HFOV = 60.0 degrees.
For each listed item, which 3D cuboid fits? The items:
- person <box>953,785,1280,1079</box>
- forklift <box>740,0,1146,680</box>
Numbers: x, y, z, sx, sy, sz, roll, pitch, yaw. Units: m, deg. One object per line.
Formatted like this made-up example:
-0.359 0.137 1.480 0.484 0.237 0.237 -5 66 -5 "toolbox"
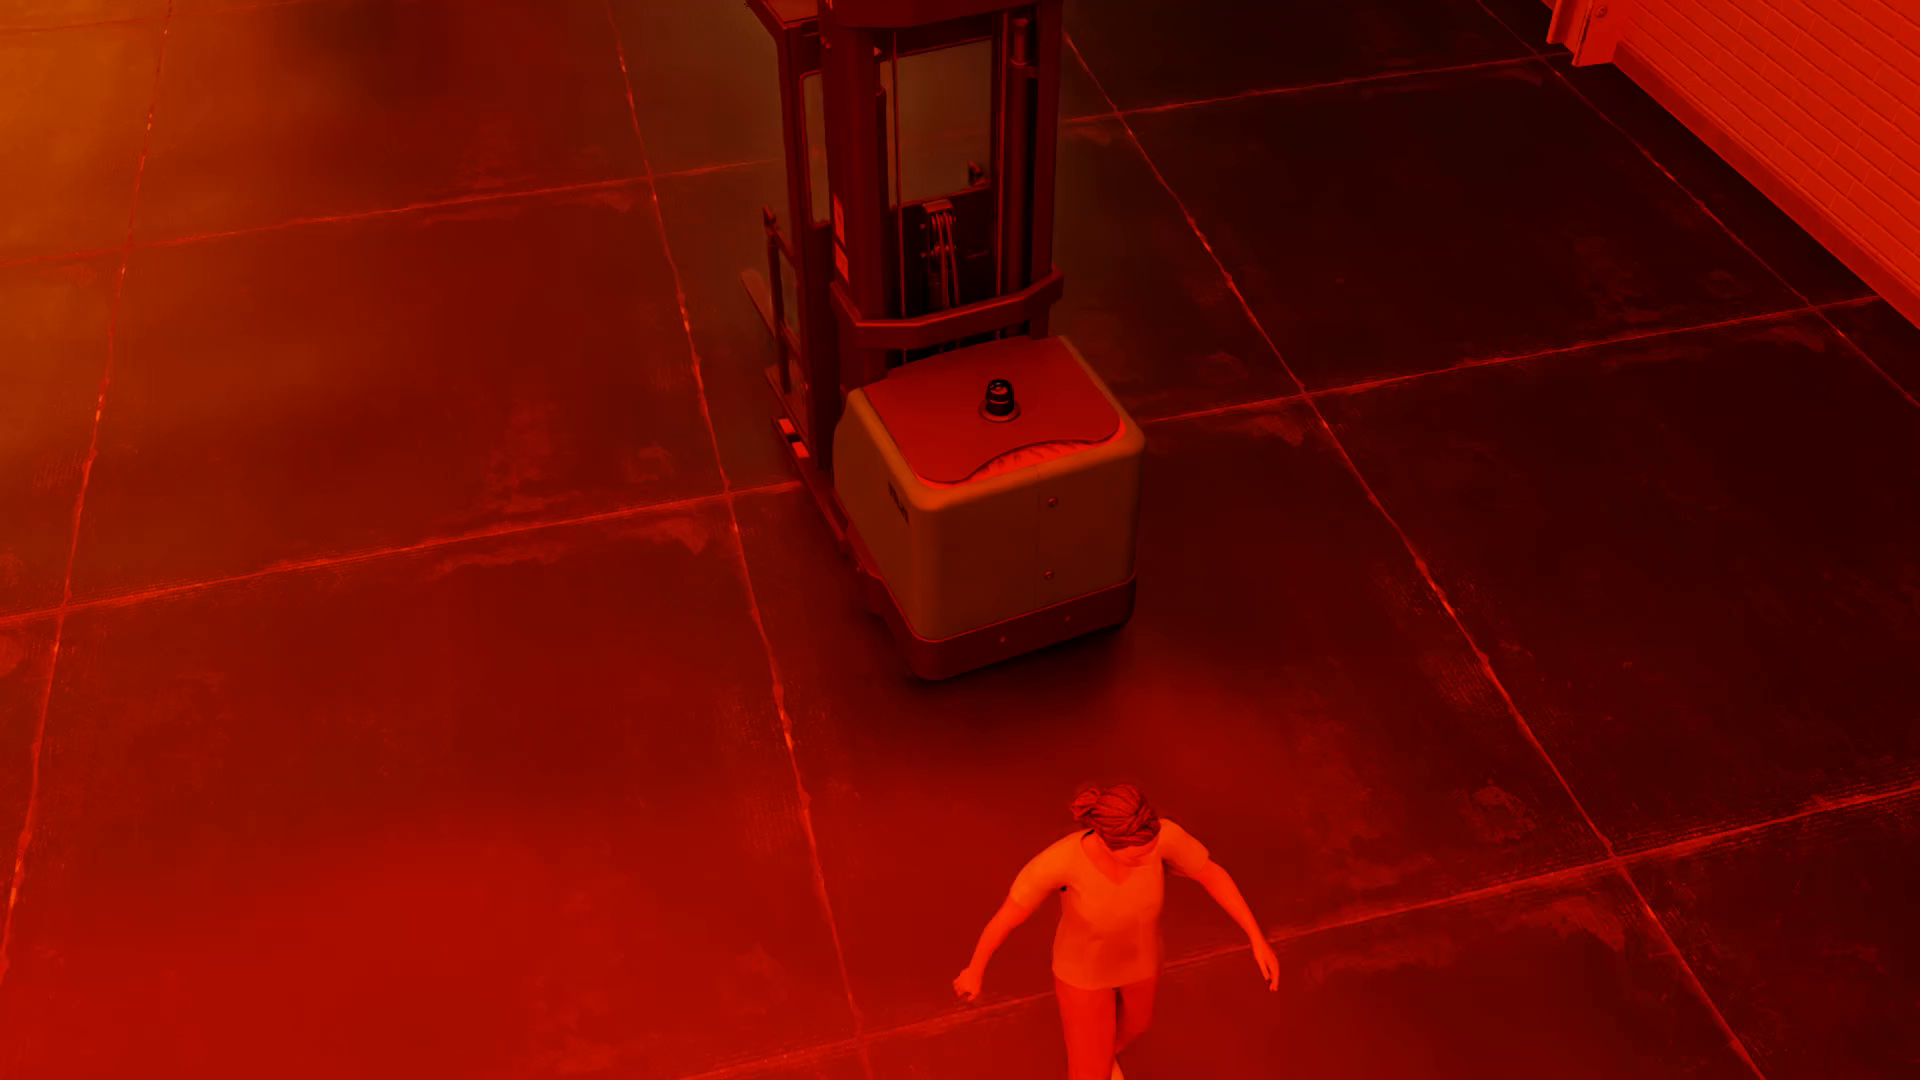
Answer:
0.461 1.388 5.135 0.904 1.679 0.680 -13 45 -13 "person"
-0.281 -1.492 7.224 1.130 2.935 3.031 -16 46 -17 "forklift"
